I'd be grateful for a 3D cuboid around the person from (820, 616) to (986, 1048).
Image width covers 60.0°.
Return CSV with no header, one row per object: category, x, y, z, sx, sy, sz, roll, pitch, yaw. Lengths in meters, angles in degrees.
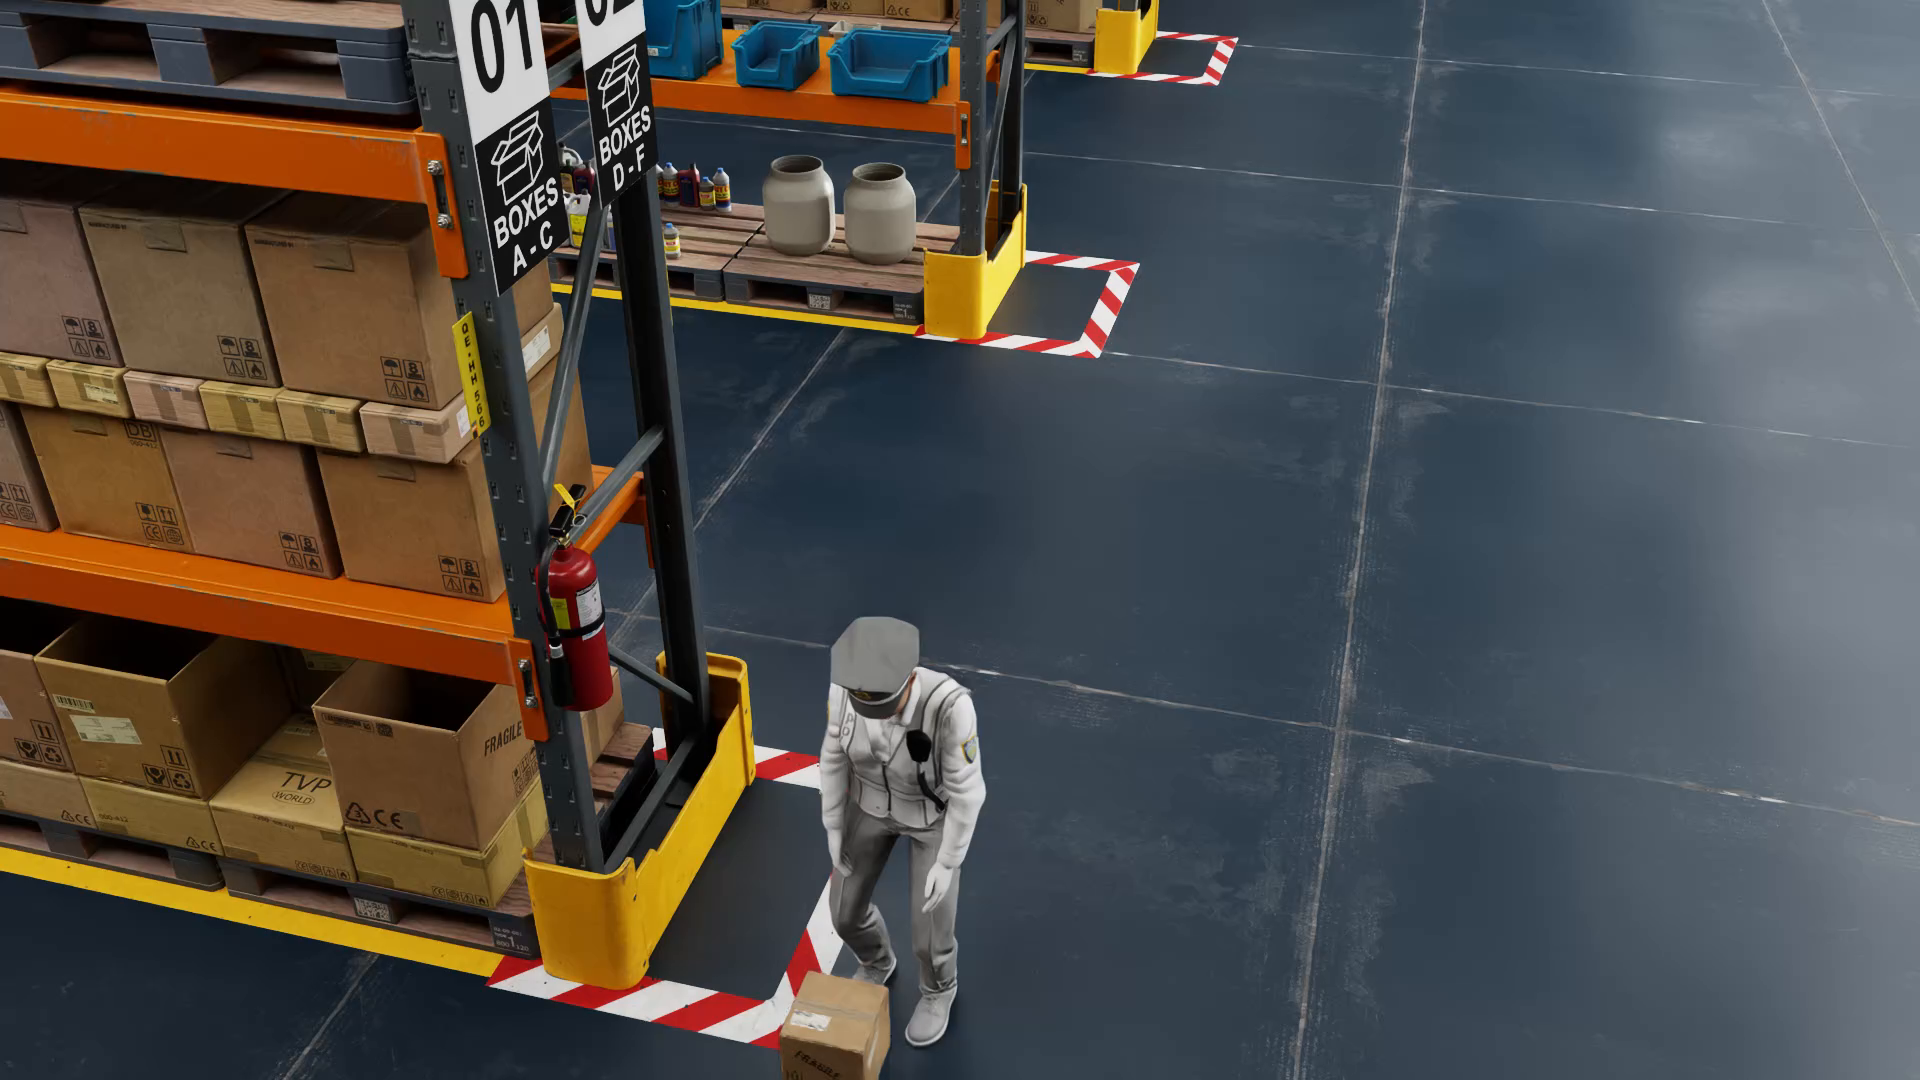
person,-0.170,0.853,4.920,0.516,1.576,0.526,13,35,20
